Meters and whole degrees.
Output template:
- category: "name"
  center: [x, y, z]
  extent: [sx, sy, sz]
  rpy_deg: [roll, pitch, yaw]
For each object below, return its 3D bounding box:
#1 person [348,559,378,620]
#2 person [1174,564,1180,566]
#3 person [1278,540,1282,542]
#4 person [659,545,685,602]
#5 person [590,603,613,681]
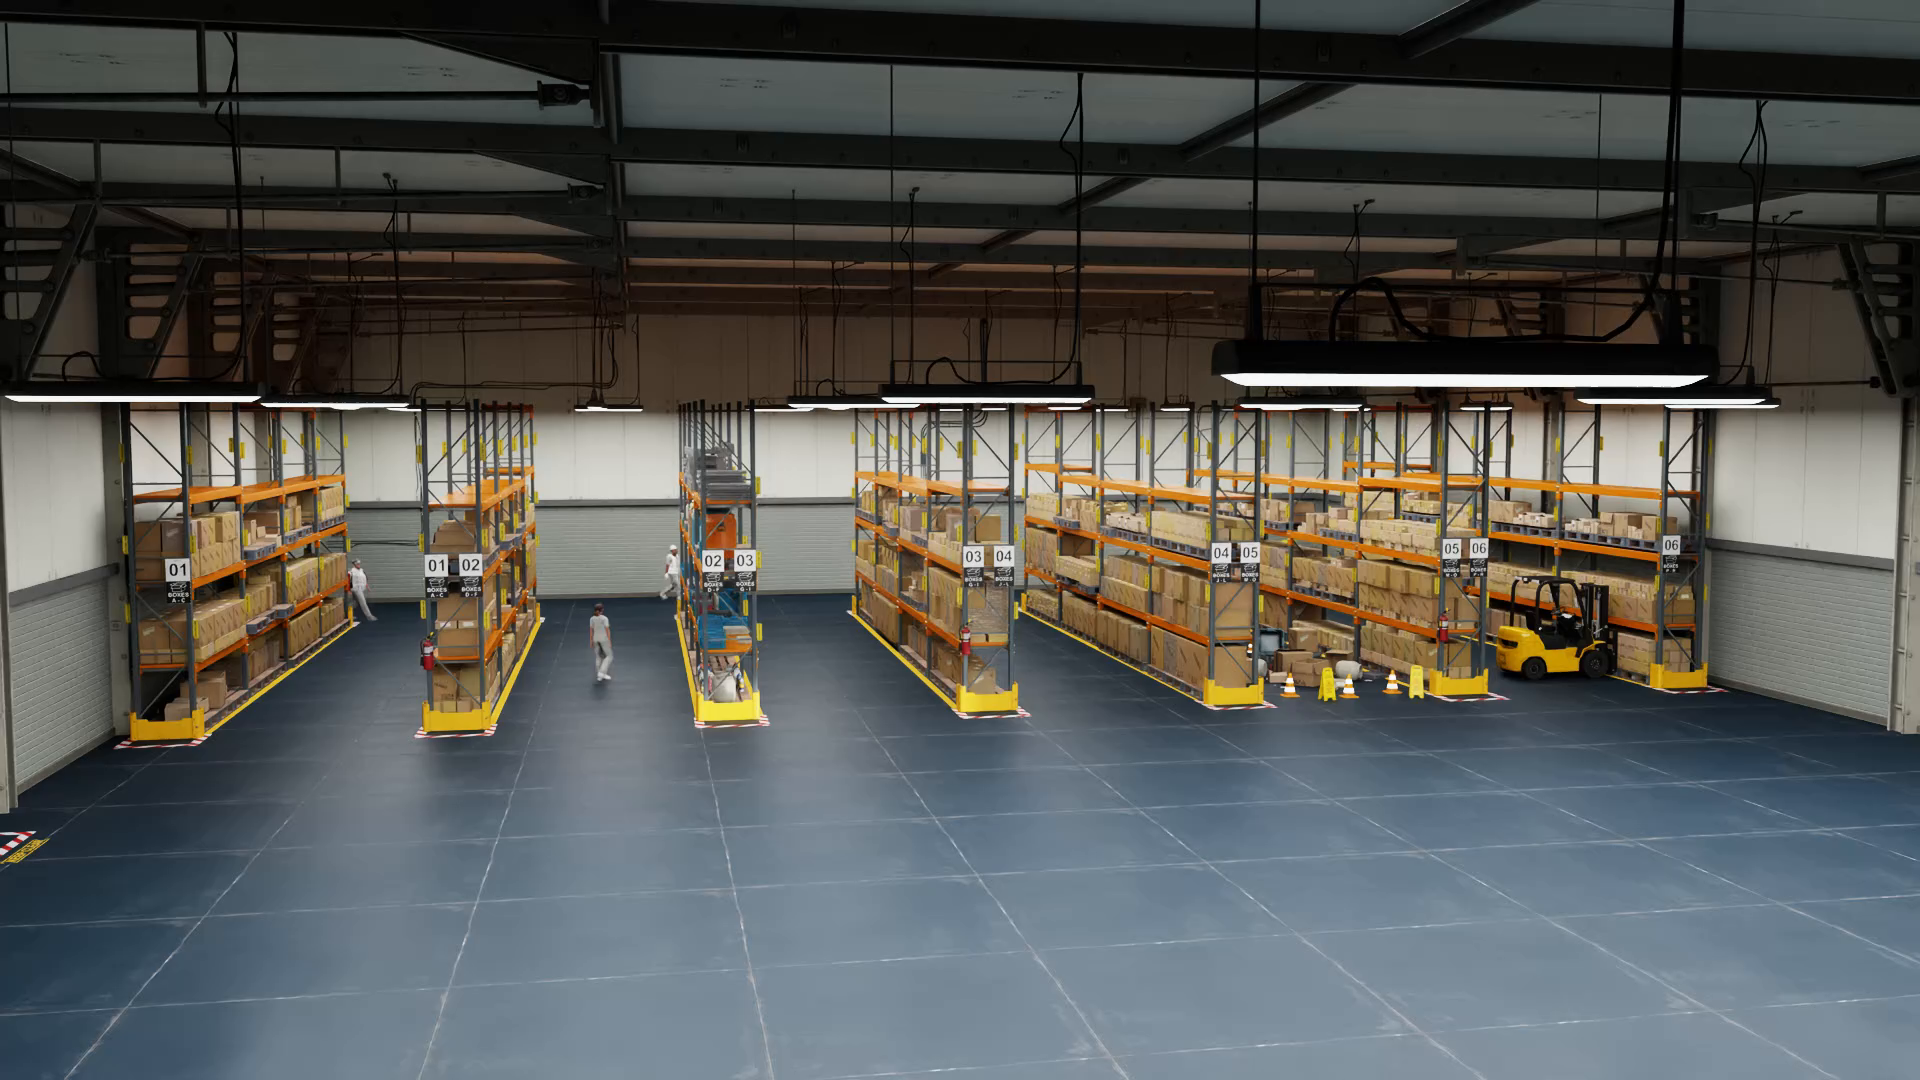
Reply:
- category: "person"
  center: [-16.625, 1.362, 46.135]
  extent: [1.015, 1.703, 0.585]
  rpy_deg: [0, 4, 5]
- category: "person"
  center: [5.785, 1.518, 44.117]
  extent: [0.612, 1.774, 0.398]
  rpy_deg: [-4, 6, -42]
- category: "person"
  center: [10.183, 0.862, 52.911]
  extent: [0.961, 1.736, 0.556]
  rpy_deg: [-2, 5, -25]
- category: "person"
  center: [-8.725, 1.024, 50.656]
  extent: [0.987, 1.755, 0.531]
  rpy_deg: [1, 4, 15]
- category: "person"
  center: [-7.737, 2.197, 35.730]
  extent: [0.480, 1.671, 0.502]
  rpy_deg: [1, 4, 16]
